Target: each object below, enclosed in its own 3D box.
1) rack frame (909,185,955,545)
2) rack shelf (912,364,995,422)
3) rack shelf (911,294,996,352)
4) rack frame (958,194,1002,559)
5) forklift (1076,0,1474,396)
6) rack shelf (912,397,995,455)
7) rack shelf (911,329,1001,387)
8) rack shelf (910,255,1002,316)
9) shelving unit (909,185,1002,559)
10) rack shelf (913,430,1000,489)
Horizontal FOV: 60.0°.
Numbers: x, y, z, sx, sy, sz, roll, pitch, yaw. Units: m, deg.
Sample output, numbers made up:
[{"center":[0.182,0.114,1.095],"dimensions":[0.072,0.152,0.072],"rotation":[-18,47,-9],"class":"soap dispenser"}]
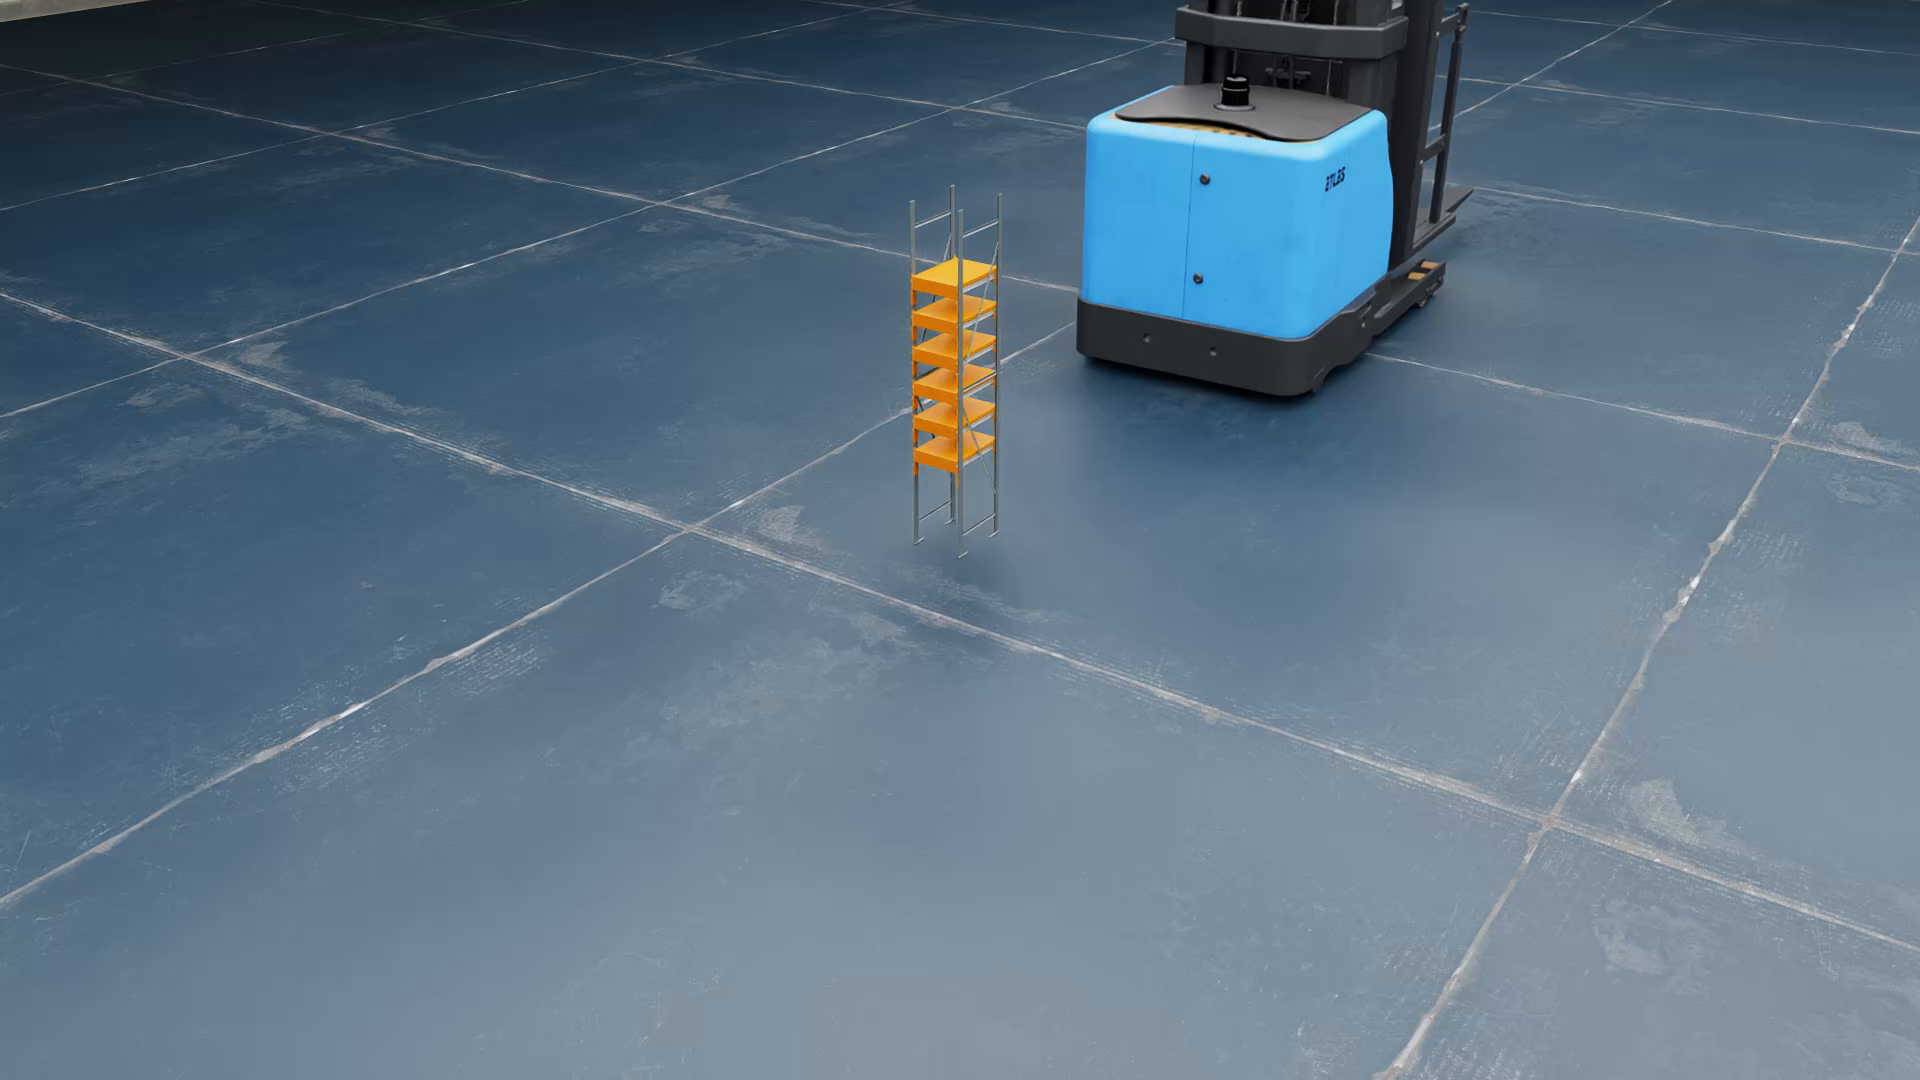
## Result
[{"center":[-0.087,-0.562,5.531],"dimensions":[0.006,1.200,0.240],"rotation":[17,32,30],"class":"rack frame"},{"center":[-0.012,-0.499,5.505],"dimensions":[0.180,0.103,0.258],"rotation":[17,32,30],"class":"rack shelf"},{"center":[-0.012,-0.713,5.396],"dimensions":[0.180,0.103,0.258],"rotation":[17,32,30],"class":"rack shelf"},{"center":[0.063,-0.515,5.439],"dimensions":[0.006,1.200,0.240],"rotation":[17,32,30],"class":"rack frame"},{"center":[1.703,-2.516,7.461],"dimensions":[1.130,2.935,3.031],"rotation":[16,31,28],"class":"forklift"},{"center":[-0.012,-0.392,5.560],"dimensions":[0.180,0.103,0.258],"rotation":[17,32,30],"class":"rack shelf"},{"center":[-0.012,-0.606,5.451],"dimensions":[0.180,0.103,0.258],"rotation":[17,32,30],"class":"rack shelf"},{"center":[-0.012,-0.820,5.342],"dimensions":[0.180,0.103,0.258],"rotation":[17,32,30],"class":"rack shelf"},{"center":[-0.012,-0.538,5.485],"dimensions":[0.189,1.200,0.258],"rotation":[17,32,30],"class":"shelving unit"},{"center":[-0.012,-0.285,5.614],"dimensions":[0.180,0.103,0.258],"rotation":[17,32,30],"class":"rack shelf"}]
